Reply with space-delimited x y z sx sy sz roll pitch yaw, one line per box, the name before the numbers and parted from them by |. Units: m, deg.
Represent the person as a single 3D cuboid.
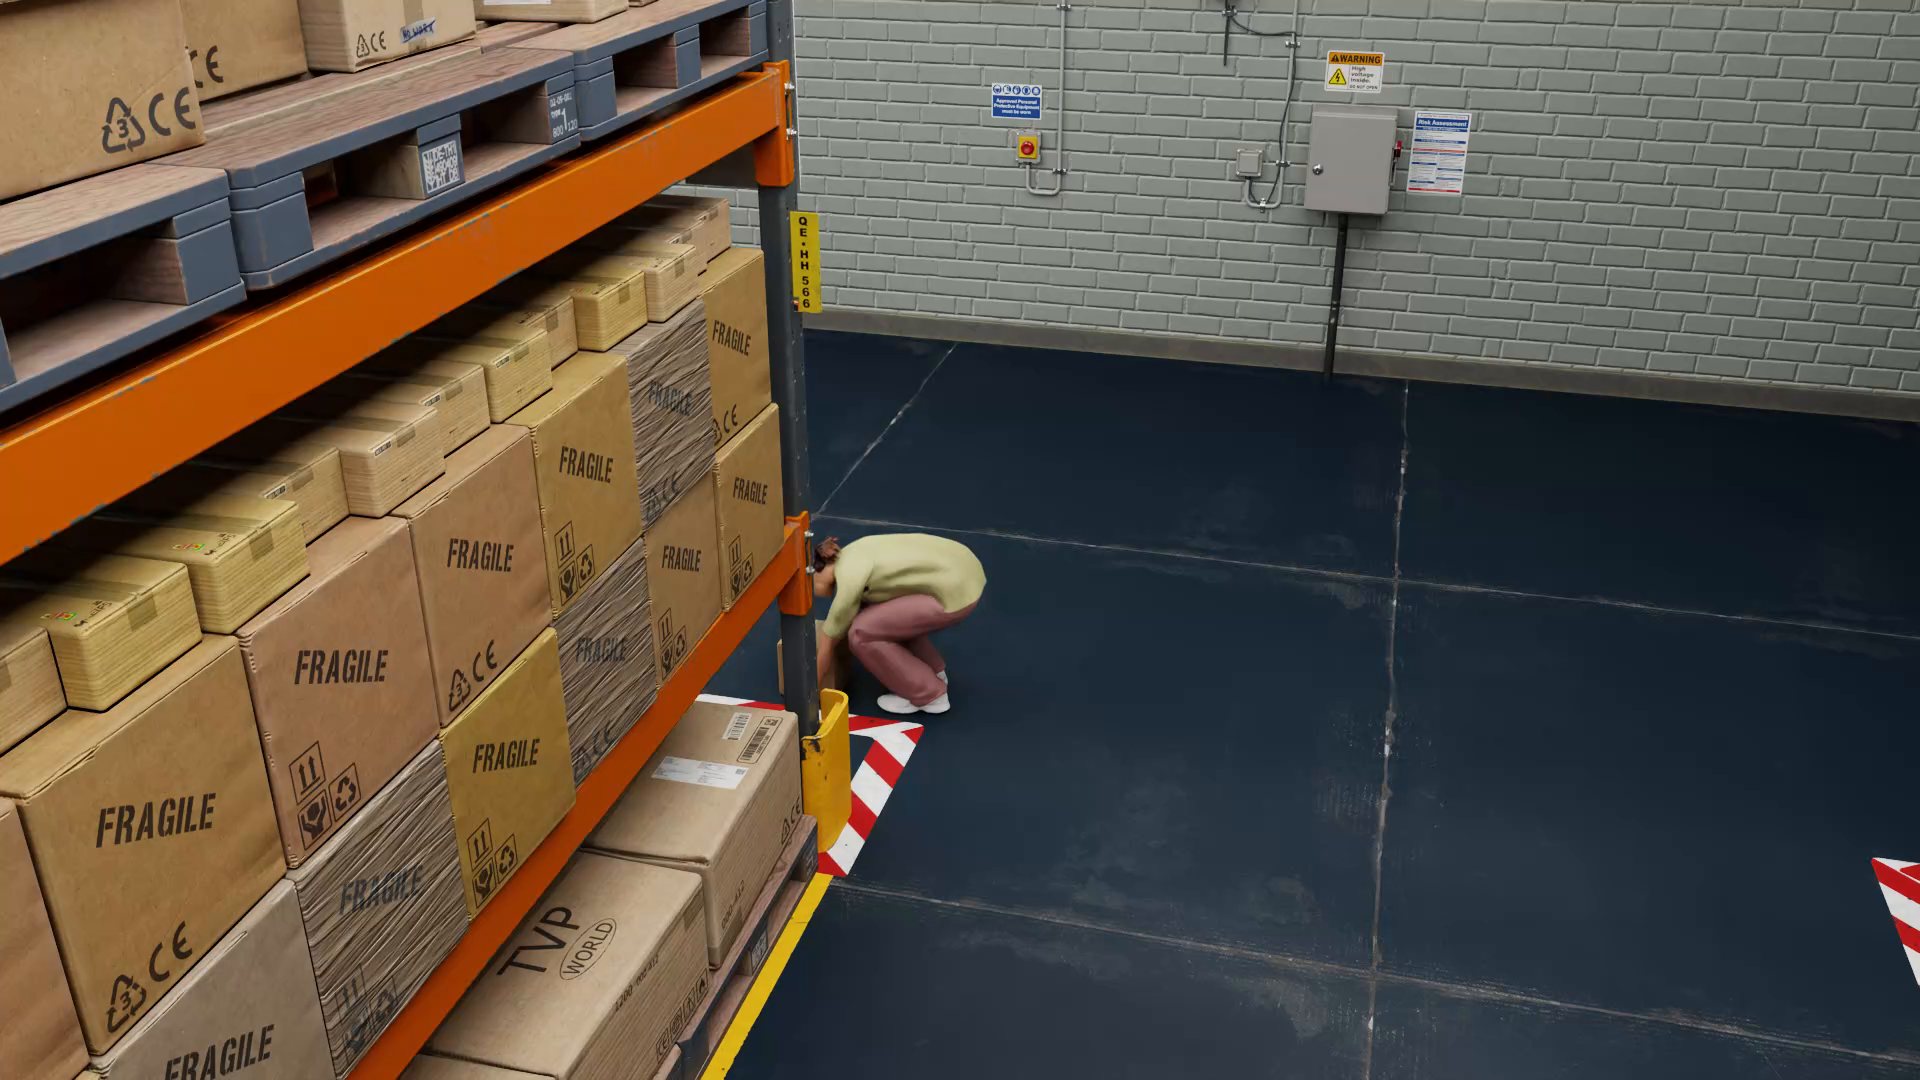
person | -0.327 0.333 7.018 0.867 0.754 0.454 4 26 9
